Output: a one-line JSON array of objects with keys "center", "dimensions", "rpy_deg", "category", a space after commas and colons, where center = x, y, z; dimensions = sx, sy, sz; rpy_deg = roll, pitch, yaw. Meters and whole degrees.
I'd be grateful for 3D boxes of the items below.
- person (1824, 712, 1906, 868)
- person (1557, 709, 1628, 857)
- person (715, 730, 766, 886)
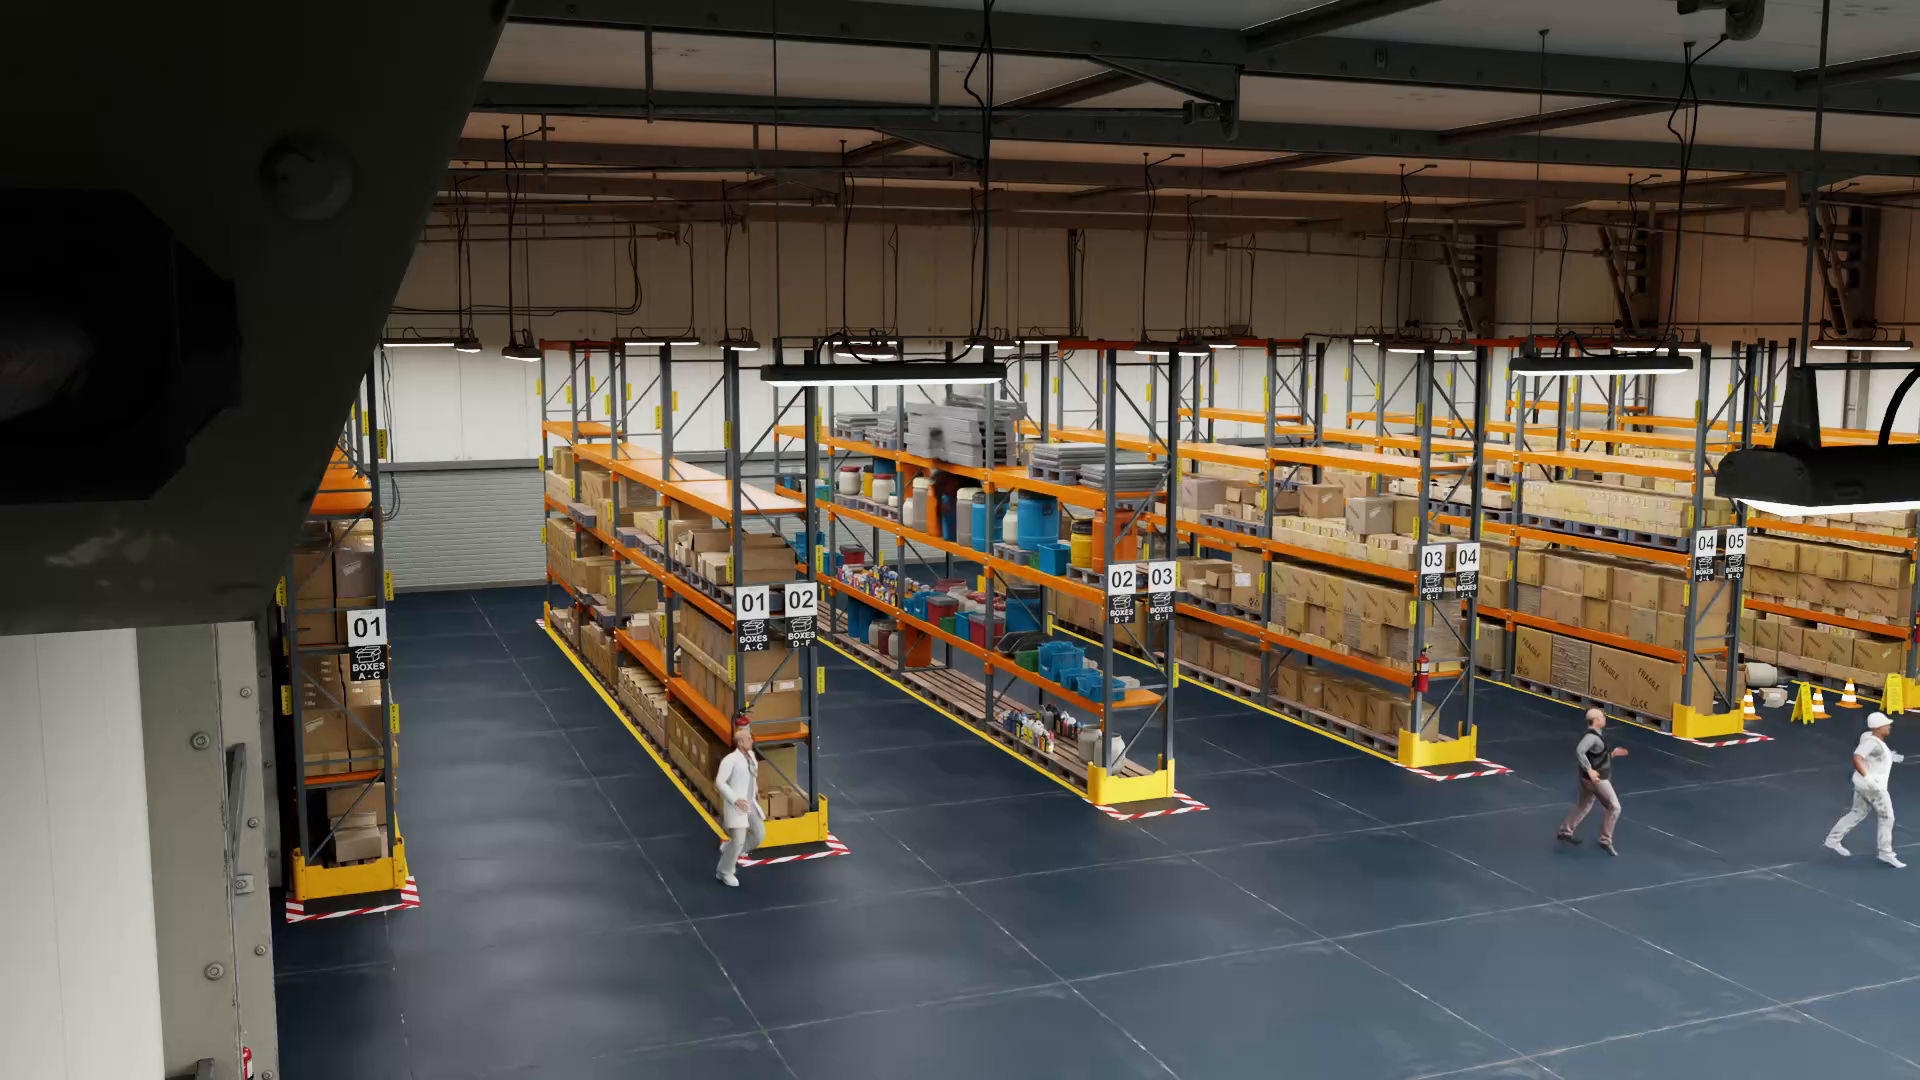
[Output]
[{"center": [10.687, 2.913, 19.549], "dimensions": [0.849, 1.827, 0.655], "rpy_deg": [2, 8, 12], "category": "person"}, {"center": [7.595, 2.900, 19.932], "dimensions": [0.764, 1.784, 0.630], "rpy_deg": [1, 8, 9], "category": "person"}, {"center": [-2.480, 3.031, 18.999], "dimensions": [0.561, 1.724, 0.772], "rpy_deg": [4, 9, 30], "category": "person"}]
